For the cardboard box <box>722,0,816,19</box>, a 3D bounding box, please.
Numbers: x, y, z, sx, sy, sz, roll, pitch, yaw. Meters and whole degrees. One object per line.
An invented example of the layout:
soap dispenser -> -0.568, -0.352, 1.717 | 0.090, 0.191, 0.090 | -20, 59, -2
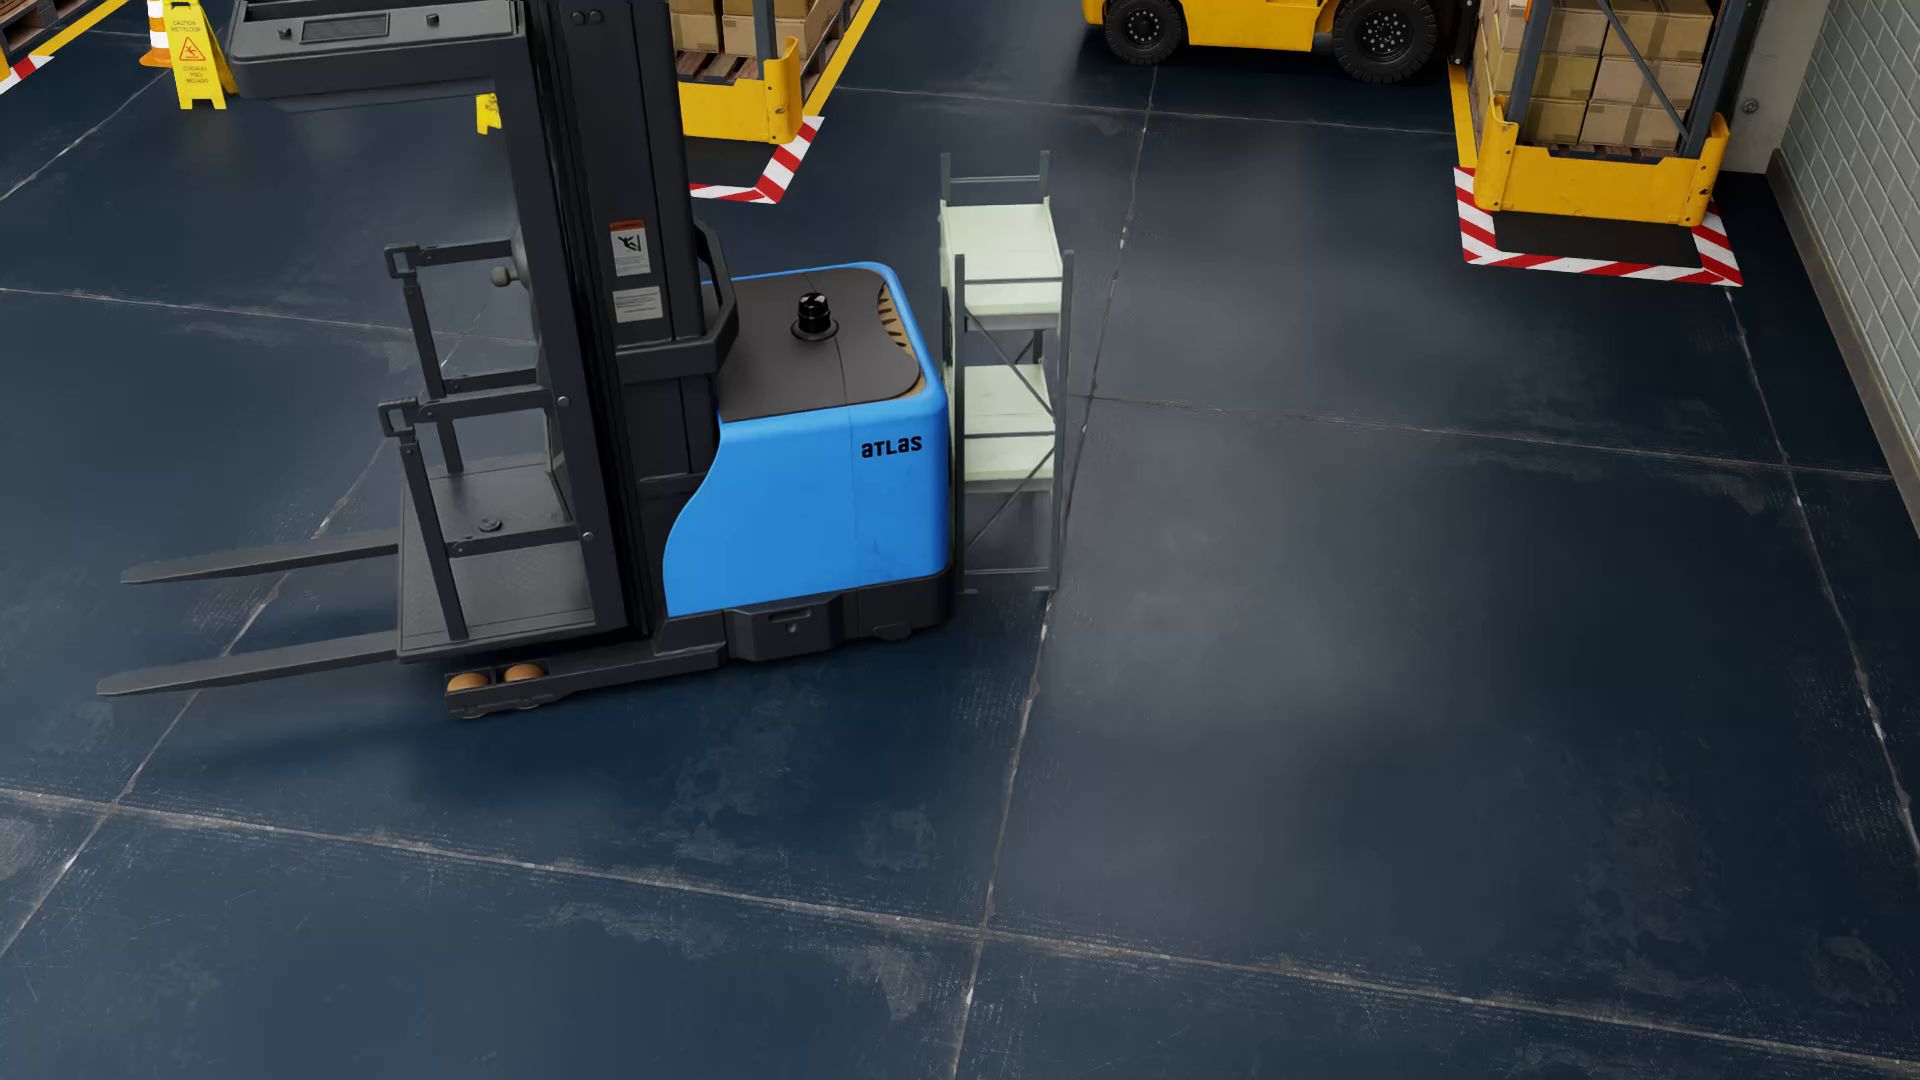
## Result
cardboard box -> -1.107, -3.411, 9.761 | 0.500, 0.500, 0.500 | 5, 40, 6

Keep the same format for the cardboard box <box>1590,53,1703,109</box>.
cardboard box -> 3.653, -2.551, 8.917 | 0.500, 0.250, 0.500 | 7, 40, 8

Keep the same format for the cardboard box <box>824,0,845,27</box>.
cardboard box -> -1.014, -3.426, 10.368 | 0.500, 0.250, 0.500 | 8, 40, 9

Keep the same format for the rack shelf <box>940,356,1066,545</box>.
rack shelf -> 0.155, -0.360, 6.520 | 0.431, 0.370, 0.720 | -3, 40, -3

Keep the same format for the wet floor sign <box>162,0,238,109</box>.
wet floor sign -> -4.470, -2.867, 9.712 | 0.267, 0.644, 0.232 | 0, 40, 0

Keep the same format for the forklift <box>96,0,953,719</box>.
forklift -> -1.601, -0.861, 5.492 | 3.031, 2.935, 1.130 | -9, 40, -11

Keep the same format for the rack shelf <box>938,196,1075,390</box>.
rack shelf -> 0.155, -0.912, 6.063 | 0.431, 0.370, 0.720 | -3, 40, -3

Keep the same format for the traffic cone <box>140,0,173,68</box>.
traffic cone -> -4.924, -3.210, 10.270 | 0.336, 0.463, 0.334 | 6, 40, 8

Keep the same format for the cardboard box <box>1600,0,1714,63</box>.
cardboard box -> 3.637, -2.752, 8.768 | 0.500, 0.250, 0.500 | 6, 40, 7

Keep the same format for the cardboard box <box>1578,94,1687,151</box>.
cardboard box -> 3.645, -2.373, 9.094 | 0.500, 0.250, 0.500 | 7, 40, 8

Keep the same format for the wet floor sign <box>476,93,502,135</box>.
wet floor sign -> -2.609, -2.620, 9.413 | 0.267, 0.644, 0.232 | 20, 44, 23

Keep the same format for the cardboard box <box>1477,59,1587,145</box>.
cardboard box -> 3.137, -2.416, 9.146 | 0.500, 0.250, 0.500 | 7, 40, 8

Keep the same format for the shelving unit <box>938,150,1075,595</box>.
shelving unit -> 0.155, -0.611, 6.312 | 0.431, 1.500, 0.755 | -3, 40, -3

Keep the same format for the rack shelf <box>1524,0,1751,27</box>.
rack shelf -> 3.713, -3.962, 9.752 | 1.077, 0.370, 4.000 | 6, 40, 8

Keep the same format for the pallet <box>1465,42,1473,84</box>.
pallet -> 3.672, -3.157, 10.403 | 1.003, 0.211, 1.213 | 6, 40, 8

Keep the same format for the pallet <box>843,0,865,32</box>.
pallet -> -1.120, -3.771, 11.146 | 1.003, 0.211, 1.213 | 6, 40, 8

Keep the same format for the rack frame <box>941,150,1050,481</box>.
rack frame -> 0.130, -0.844, 6.593 | 0.400, 1.500, 0.023 | -3, 40, -3

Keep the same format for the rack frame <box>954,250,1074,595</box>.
rack frame -> 0.181, -0.378, 6.031 | 0.400, 1.500, 0.023 | -3, 40, -3

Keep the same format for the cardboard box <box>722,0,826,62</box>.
cardboard box -> -1.110, -3.107, 9.982 | 0.500, 0.250, 0.500 | 6, 40, 7

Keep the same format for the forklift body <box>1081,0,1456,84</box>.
forklift body -> 1.899, -4.048, 9.958 | 2.313, 2.155, 1.214 | 6, 40, 8

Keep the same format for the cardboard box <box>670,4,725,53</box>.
cardboard box -> -1.643, -3.183, 10.074 | 0.500, 0.250, 0.500 | 6, 40, 7

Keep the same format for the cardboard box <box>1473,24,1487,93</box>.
cardboard box -> 3.233, -2.727, 9.522 | 0.500, 0.250, 0.500 | 6, 40, 8

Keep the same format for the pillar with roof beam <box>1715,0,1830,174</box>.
pillar with roof beam -> 0.135, -6.108, 7.076 | 9.100, 9.000, 0.400 | 6, 40, 8

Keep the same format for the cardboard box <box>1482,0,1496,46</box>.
cardboard box -> 3.241, -2.932, 9.378 | 0.500, 0.250, 0.500 | 6, 40, 7

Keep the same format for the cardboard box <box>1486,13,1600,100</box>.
cardboard box -> 3.144, -2.619, 8.999 | 0.500, 0.250, 0.500 | 6, 40, 7

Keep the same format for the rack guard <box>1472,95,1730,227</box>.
rack guard -> 3.363, -2.005, 8.783 | 1.175, 0.500, 0.348 | 6, 40, 8

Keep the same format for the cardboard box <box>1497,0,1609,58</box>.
cardboard box -> 3.140, -2.795, 8.820 | 0.500, 0.250, 0.500 | 8, 40, 9

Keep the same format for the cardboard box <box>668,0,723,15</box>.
cardboard box -> -1.640, -3.452, 9.810 | 0.500, 0.500, 0.500 | 7, 40, 8

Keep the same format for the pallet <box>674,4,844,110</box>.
pallet -> -1.334, -3.008, 10.222 | 1.003, 0.211, 1.213 | 6, 40, 8

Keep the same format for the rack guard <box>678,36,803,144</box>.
rack guard -> -1.509, -2.613, 9.518 | 1.175, 0.500, 0.348 | 6, 40, 8

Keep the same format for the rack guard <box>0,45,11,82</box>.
rack guard -> -6.419, -3.033, 10.026 | 1.175, 0.500, 0.348 | 6, 40, 8

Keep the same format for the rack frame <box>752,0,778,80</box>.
rack frame -> -1.522, -3.529, 8.664 | 1.000, 3.000, 0.127 | 6, 40, 8

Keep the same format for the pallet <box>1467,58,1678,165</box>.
pallet -> 3.458, -2.394, 9.479 | 1.003, 0.211, 1.213 | 6, 40, 8

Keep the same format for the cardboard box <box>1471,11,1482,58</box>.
cardboard box -> 3.328, -3.040, 9.901 | 0.500, 0.250, 0.500 | 7, 40, 8

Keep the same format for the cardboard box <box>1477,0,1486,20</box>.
cardboard box -> 3.310, -3.258, 9.773 | 0.500, 0.250, 0.500 | 6, 40, 7

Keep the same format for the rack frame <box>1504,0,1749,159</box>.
rack frame -> 3.367, -2.984, 8.005 | 1.000, 3.000, 0.127 | 6, 40, 8

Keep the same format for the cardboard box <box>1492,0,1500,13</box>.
cardboard box -> 3.222, -3.116, 9.208 | 0.500, 0.250, 0.500 | 7, 40, 8
